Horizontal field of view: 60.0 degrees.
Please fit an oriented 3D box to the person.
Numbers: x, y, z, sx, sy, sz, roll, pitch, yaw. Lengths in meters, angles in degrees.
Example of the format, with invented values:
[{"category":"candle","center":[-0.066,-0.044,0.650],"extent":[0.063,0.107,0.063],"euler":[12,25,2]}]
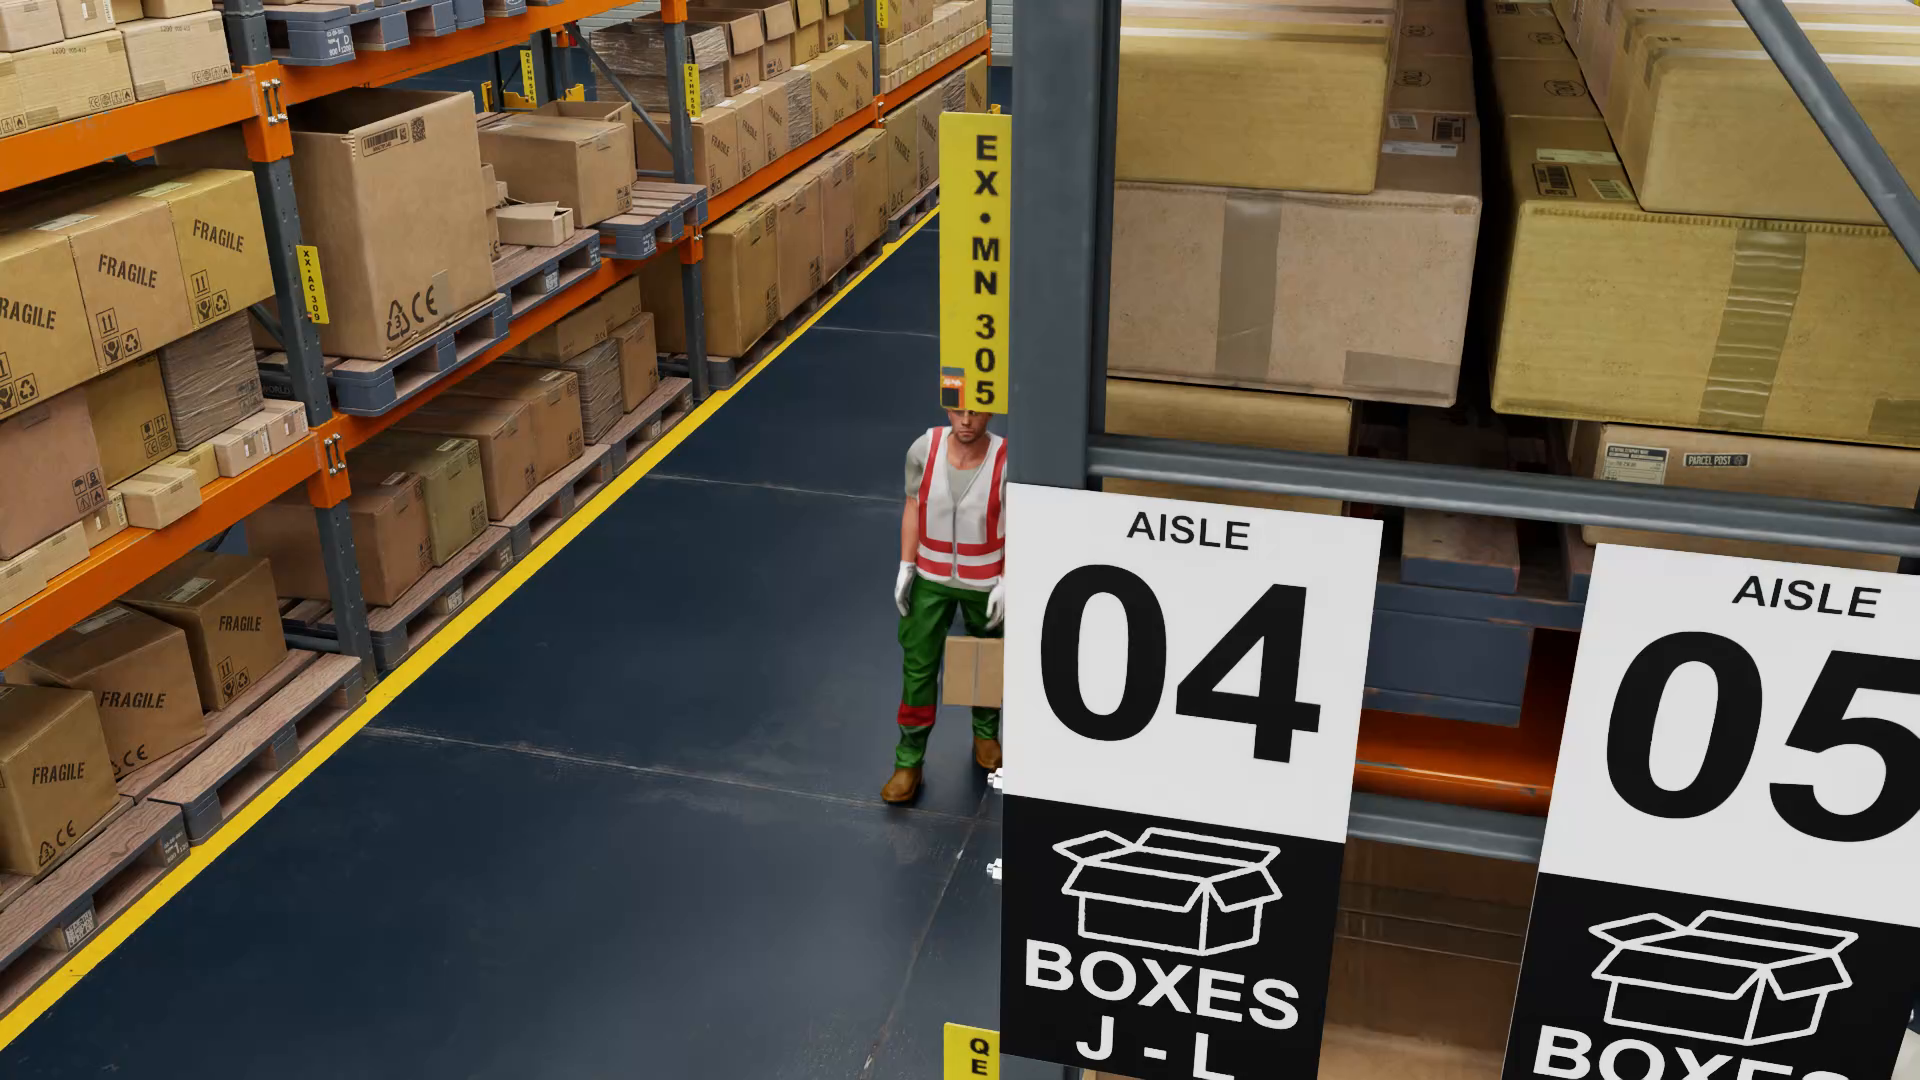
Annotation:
[{"category":"person","center":[0.002,0.194,6.646],"extent":[0.567,1.784,0.675],"euler":[5,25,10]}]
